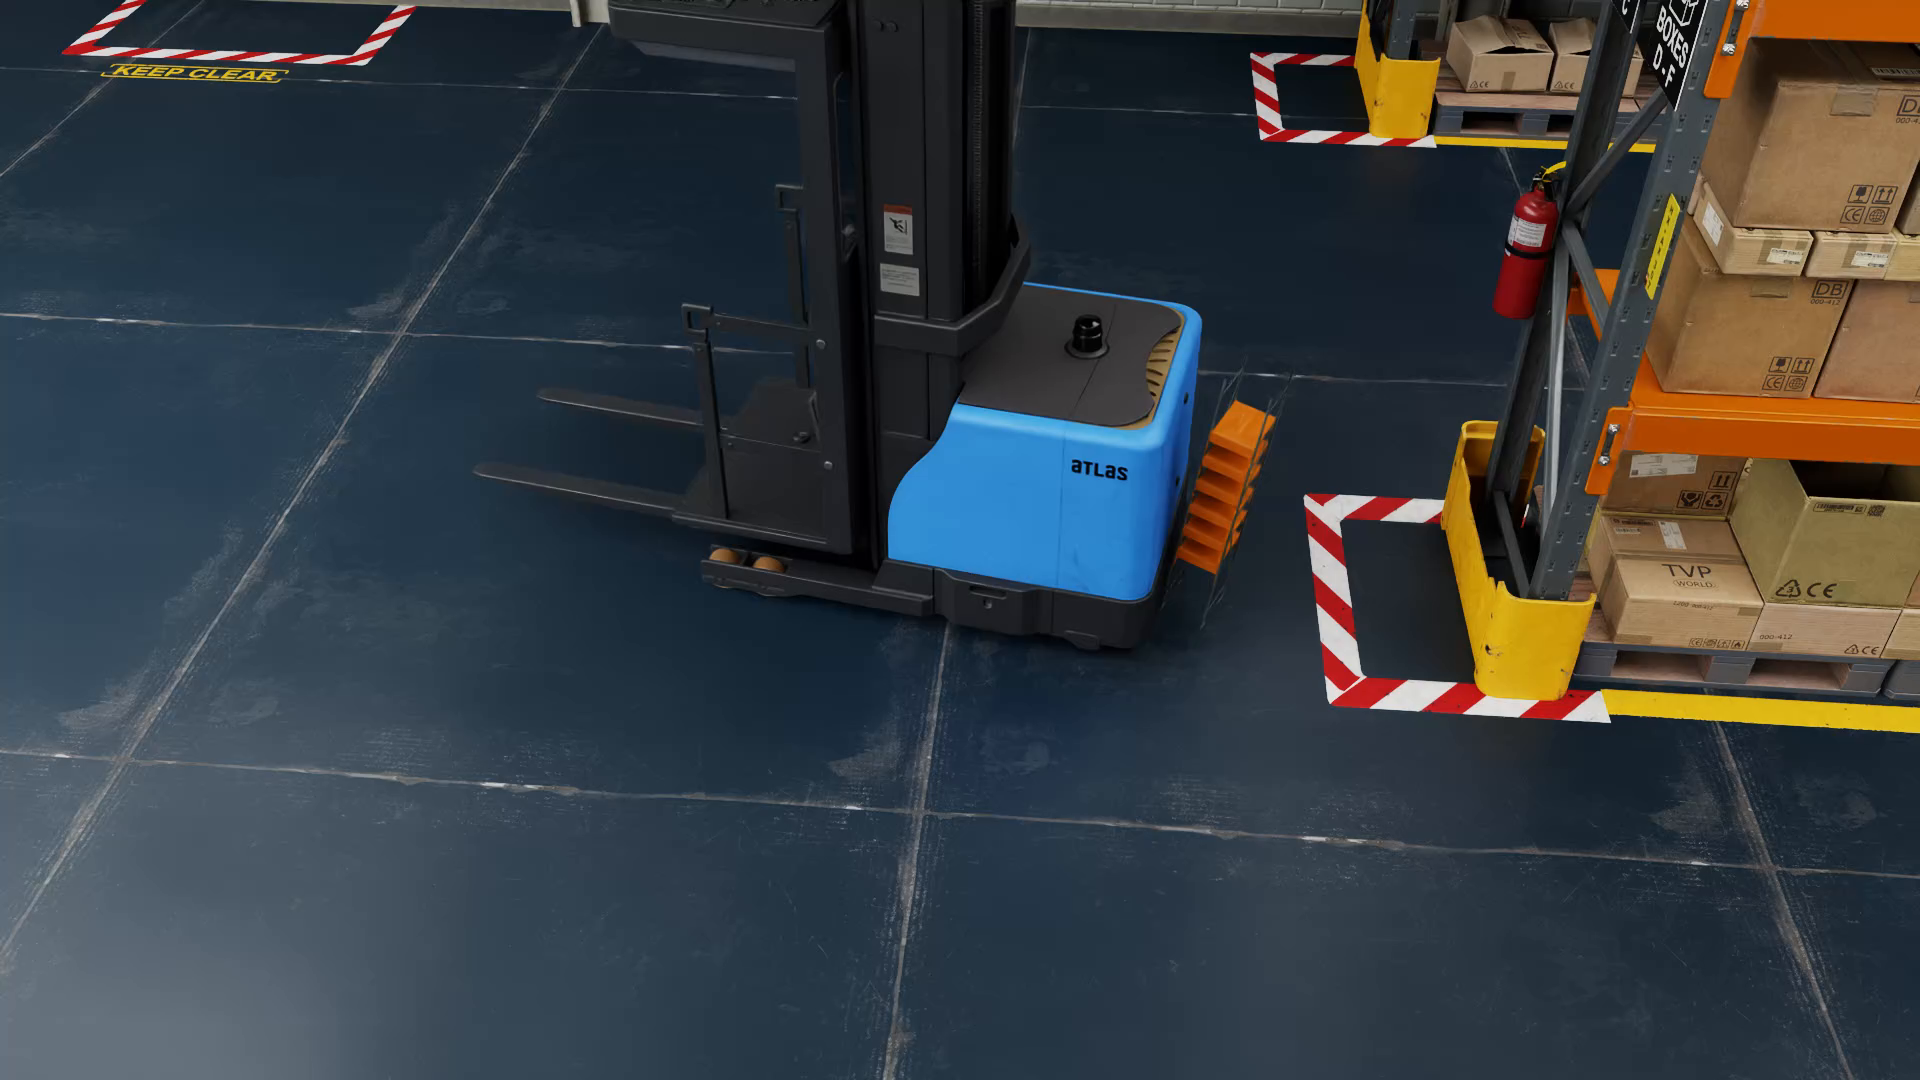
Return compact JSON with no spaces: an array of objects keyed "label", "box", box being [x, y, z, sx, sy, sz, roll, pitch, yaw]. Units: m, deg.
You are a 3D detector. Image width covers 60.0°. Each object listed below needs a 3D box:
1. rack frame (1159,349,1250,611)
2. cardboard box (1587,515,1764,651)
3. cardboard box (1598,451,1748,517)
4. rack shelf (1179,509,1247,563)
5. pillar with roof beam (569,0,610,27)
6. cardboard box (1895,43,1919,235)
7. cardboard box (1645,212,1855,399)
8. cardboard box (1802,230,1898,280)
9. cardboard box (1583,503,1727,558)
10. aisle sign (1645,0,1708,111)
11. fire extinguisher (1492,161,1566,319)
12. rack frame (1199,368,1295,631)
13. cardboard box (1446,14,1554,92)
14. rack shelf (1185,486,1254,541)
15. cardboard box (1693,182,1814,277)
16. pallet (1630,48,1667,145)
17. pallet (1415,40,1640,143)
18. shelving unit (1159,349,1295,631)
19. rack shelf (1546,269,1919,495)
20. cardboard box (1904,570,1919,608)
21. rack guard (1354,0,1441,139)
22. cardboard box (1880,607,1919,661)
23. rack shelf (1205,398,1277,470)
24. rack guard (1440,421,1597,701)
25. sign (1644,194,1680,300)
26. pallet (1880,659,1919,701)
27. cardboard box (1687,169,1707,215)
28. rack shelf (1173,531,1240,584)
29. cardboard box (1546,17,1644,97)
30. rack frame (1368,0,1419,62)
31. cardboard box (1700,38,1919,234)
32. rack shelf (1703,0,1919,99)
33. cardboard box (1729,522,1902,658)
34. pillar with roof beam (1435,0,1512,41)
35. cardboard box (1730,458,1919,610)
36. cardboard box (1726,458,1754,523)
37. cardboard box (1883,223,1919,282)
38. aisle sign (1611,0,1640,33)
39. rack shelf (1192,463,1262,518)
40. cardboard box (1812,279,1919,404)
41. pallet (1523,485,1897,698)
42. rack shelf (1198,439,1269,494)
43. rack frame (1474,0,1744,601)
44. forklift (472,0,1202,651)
[{"label":"rack frame","box":[0.950,-0.209,6.524,0.006,1.200,0.240,25,45,17]},{"label":"cardboard box","box":[2.789,0.164,6.518,0.500,0.250,0.500,3,39,4]},{"label":"cardboard box","box":[2.834,-0.454,6.683,0.500,0.500,0.500,3,39,4]},{"label":"rack shelf","box":[1.010,-0.052,6.609,0.180,0.103,0.258,25,45,17]},{"label":"pillar with roof beam","box":[-2.879,-4.476,5.621,0.400,9.000,9.100,3,39,4]},{"label":"cardboard box","box":[3.315,-1.389,5.473,0.500,0.500,0.700,2,39,3]},{"label":"cardboard box","box":[2.738,-0.914,5.917,0.500,0.500,0.700,3,39,4]},{"label":"cardboard box","box":[2.910,-1.029,5.545,0.250,0.149,0.380,2,39,3]},{"label":"cardboard box","box":[2.834,-0.162,6.918,0.500,0.250,0.500,3,39,4]},{"label":"aisle sign","box":[2.182,-1.728,4.937,0.004,0.787,0.394,3,39,4]},{"label":"fire extinguisher","box":[2.196,-1.177,6.381,0.183,0.674,0.296,3,39,4]},{"label":"rack frame","box":[1.108,-0.134,6.471,0.006,1.200,0.240,25,45,17]},{"label":"cardboard box","box":[3.379,-3.058,10.412,0.500,0.311,0.500,-1,39,-1]},{"label":"rack shelf","box":[1.024,-0.139,6.528,0.180,0.103,0.258,25,45,17]},{"label":"cardboard box","box":[2.646,-1.042,5.561,0.250,0.149,0.380,3,39,4]},{"label":"pallet","box":[4.792,-2.804,10.528,1.213,0.211,1.003,3,39,4]},{"label":"pallet","box":[3.580,-2.872,10.611,1.213,0.211,1.003,3,39,4]},{"label":"shelving unit","box":[1.029,-0.171,6.498,0.189,1.200,0.258,25,45,17]},{"label":"rack shelf","box":[4.267,-0.521,6.083,4.000,0.370,1.077,3,39,4]},{"label":"cardboard box","box":[3.787,-0.082,6.225,0.500,0.500,0.500,3,39,4]},{"label":"rack guard","box":[2.774,-3.051,10.602,0.348,0.500,1.175,3,39,4]},{"label":"cardboard box","box":[3.786,0.217,6.453,0.500,0.250,0.500,3,39,4]},{"label":"rack shelf","box":[1.065,-0.401,6.284,0.180,0.103,0.258,25,45,17]},{"label":"rack guard","box":[2.250,0.060,6.781,0.348,0.500,1.175,3,39,4]},{"label":"sign","box":[2.220,-0.926,5.263,0.005,0.325,0.100,3,39,4]},{"label":"pallet","box":[4.252,0.256,6.768,1.213,0.211,1.003,3,39,4]},{"label":"cardboard box","box":[2.671,-1.298,5.875,0.250,0.149,0.380,3,39,3]},{"label":"rack shelf","box":[0.996,0.036,6.690,0.180,0.103,0.258,25,45,17]},{"label":"cardboard box","box":[3.947,-3.027,10.374,0.500,0.311,0.500,6,40,8]},{"label":"rack frame","box":[2.698,-4.024,9.818,0.127,3.000,1.000,3,39,4]},{"label":"cardboard box","box":[2.791,-1.414,5.504,0.500,0.500,0.700,3,39,4]},{"label":"rack shelf","box":[4.267,-1.684,5.136,4.000,0.370,1.077,3,39,4]},{"label":"cardboard box","box":[3.288,0.189,6.487,0.500,0.250,0.500,3,39,4]},{"label":"pillar with roof beam","box":[3.098,-4.149,5.219,0.400,9.000,9.100,3,39,4]},{"label":"cardboard box","box":[3.288,-0.101,6.249,0.500,0.500,0.500,3,39,4]},{"label":"cardboard box","box":[3.333,-0.142,6.894,0.500,0.250,0.500,3,39,4]},{"label":"cardboard box","box":[3.158,-1.015,5.528,0.250,0.149,0.380,3,39,4]},{"label":"aisle sign","box":[2.234,-2.105,5.401,0.004,0.787,0.394,3,39,4]},{"label":"rack shelf","box":[1.038,-0.226,6.446,0.180,0.103,0.258,25,45,17]},{"label":"cardboard box","box":[3.262,-0.888,5.886,0.500,0.500,0.700,4,39,5]},{"label":"pallet","box":[3.040,0.188,6.851,1.213,0.211,1.003,3,39,4]},{"label":"rack shelf","box":[1.051,-0.314,6.365,0.180,0.103,0.258,25,45,17]},{"label":"rack frame","box":[2.274,-0.909,5.990,0.127,3.000,1.000,3,39,4]},{"label":"forklift","box":[-0.586,-1.209,6.414,3.031,2.935,1.130,10,40,12]}]
